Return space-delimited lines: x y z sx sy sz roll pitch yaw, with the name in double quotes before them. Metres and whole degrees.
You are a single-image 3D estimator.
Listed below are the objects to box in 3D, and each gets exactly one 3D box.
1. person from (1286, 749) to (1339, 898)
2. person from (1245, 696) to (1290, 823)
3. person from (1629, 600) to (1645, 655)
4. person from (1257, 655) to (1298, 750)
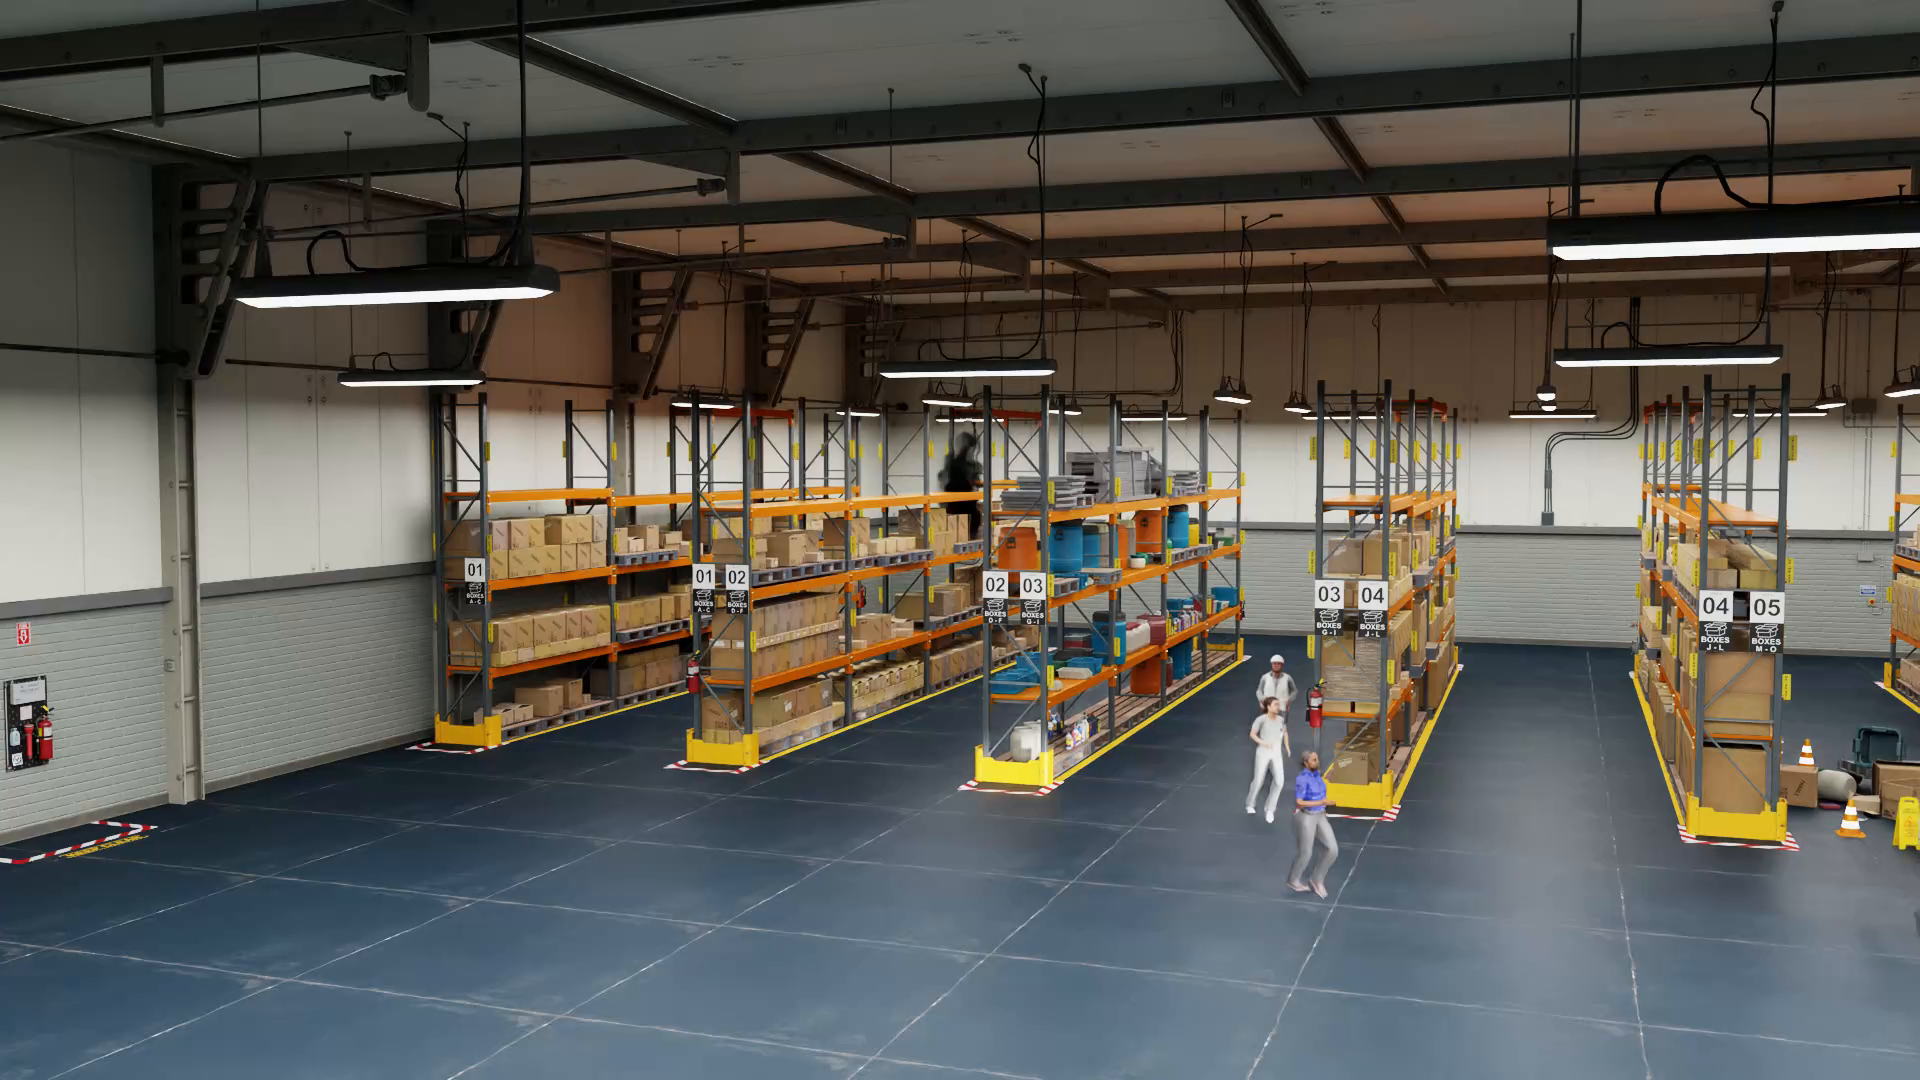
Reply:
"person" 3.971 3.192 18.662 0.559 1.684 0.677 -3 4 -40
"person" 4.236 2.966 22.685 0.628 1.682 0.664 -1 3 -14
"person" 15.573 2.173 37.941 0.592 1.630 0.618 1 3 20
"person" 5.100 2.715 26.757 0.658 1.731 0.678 1 3 14
